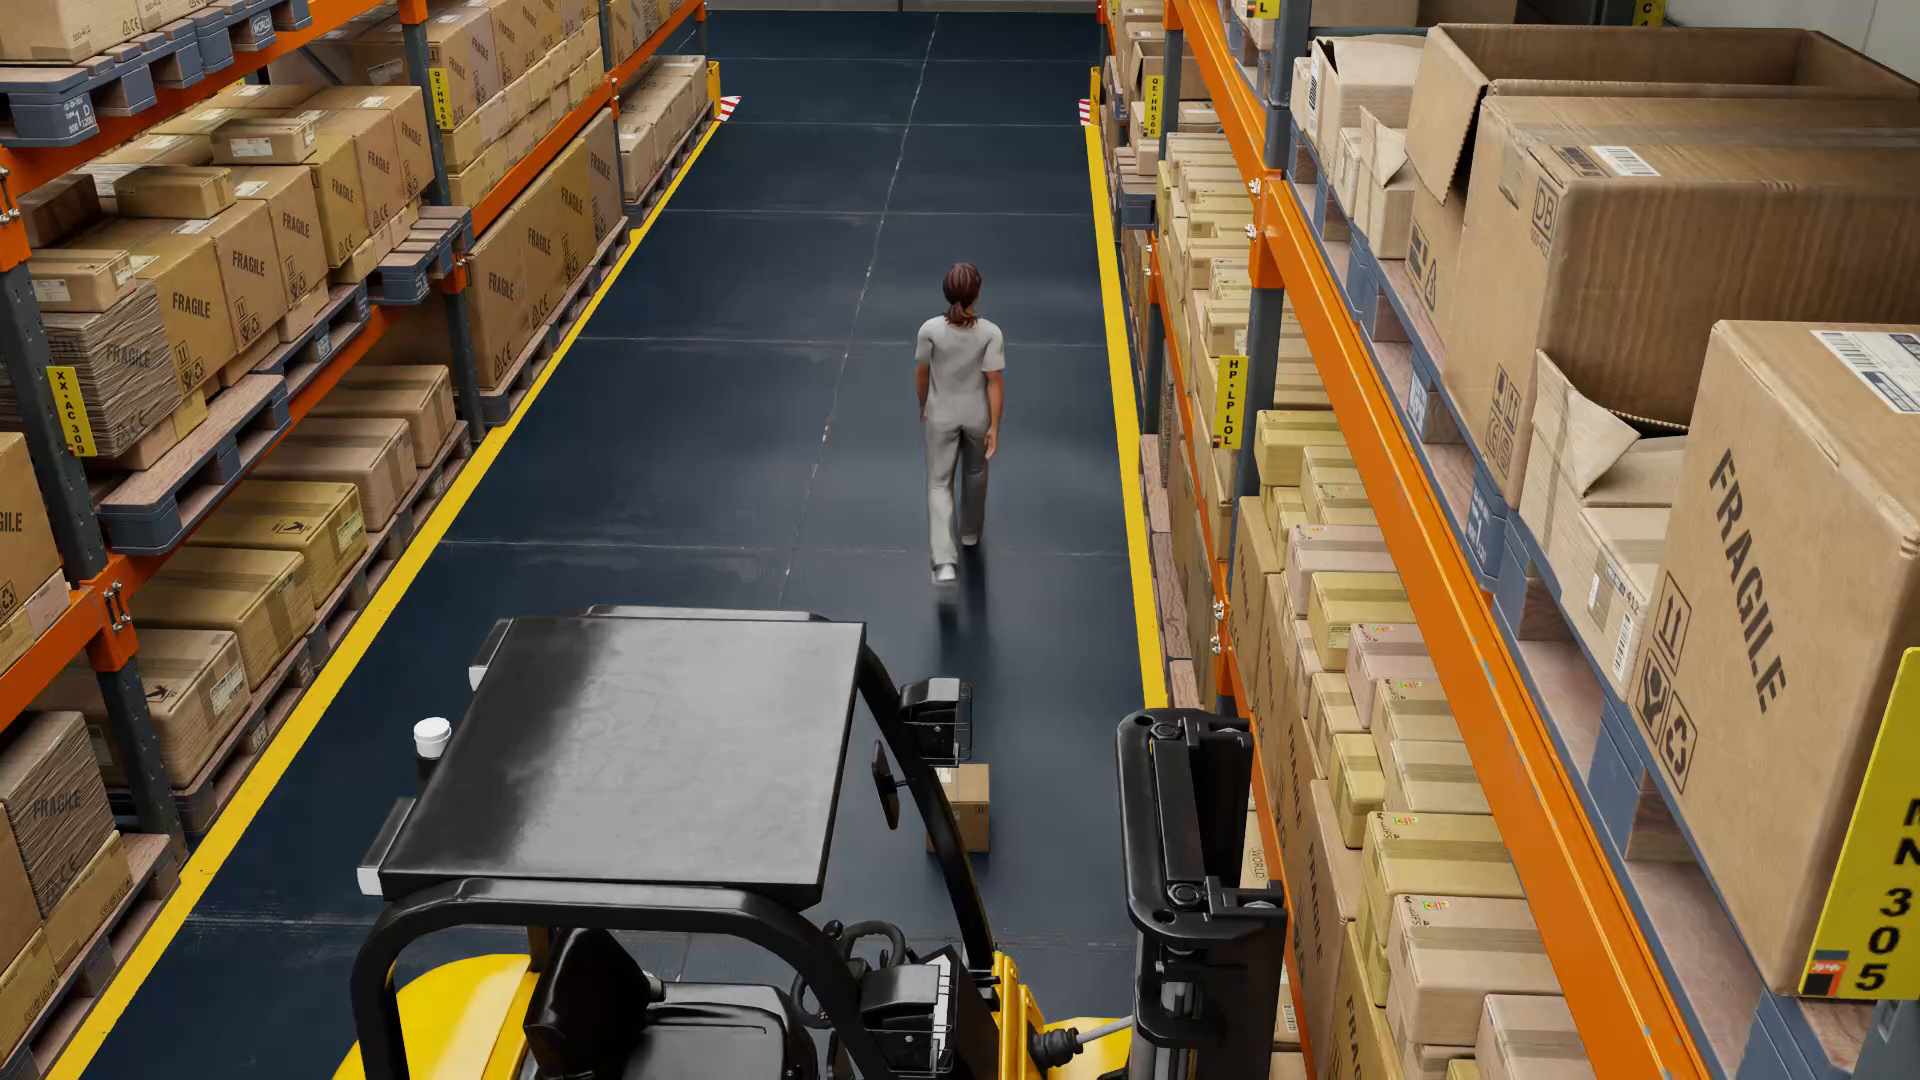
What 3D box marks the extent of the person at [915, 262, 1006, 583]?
[{"bbox_3d":[0.000,-0.592,8.227,0.441,1.625,0.993,0,28,-1],"label":"person"}]
